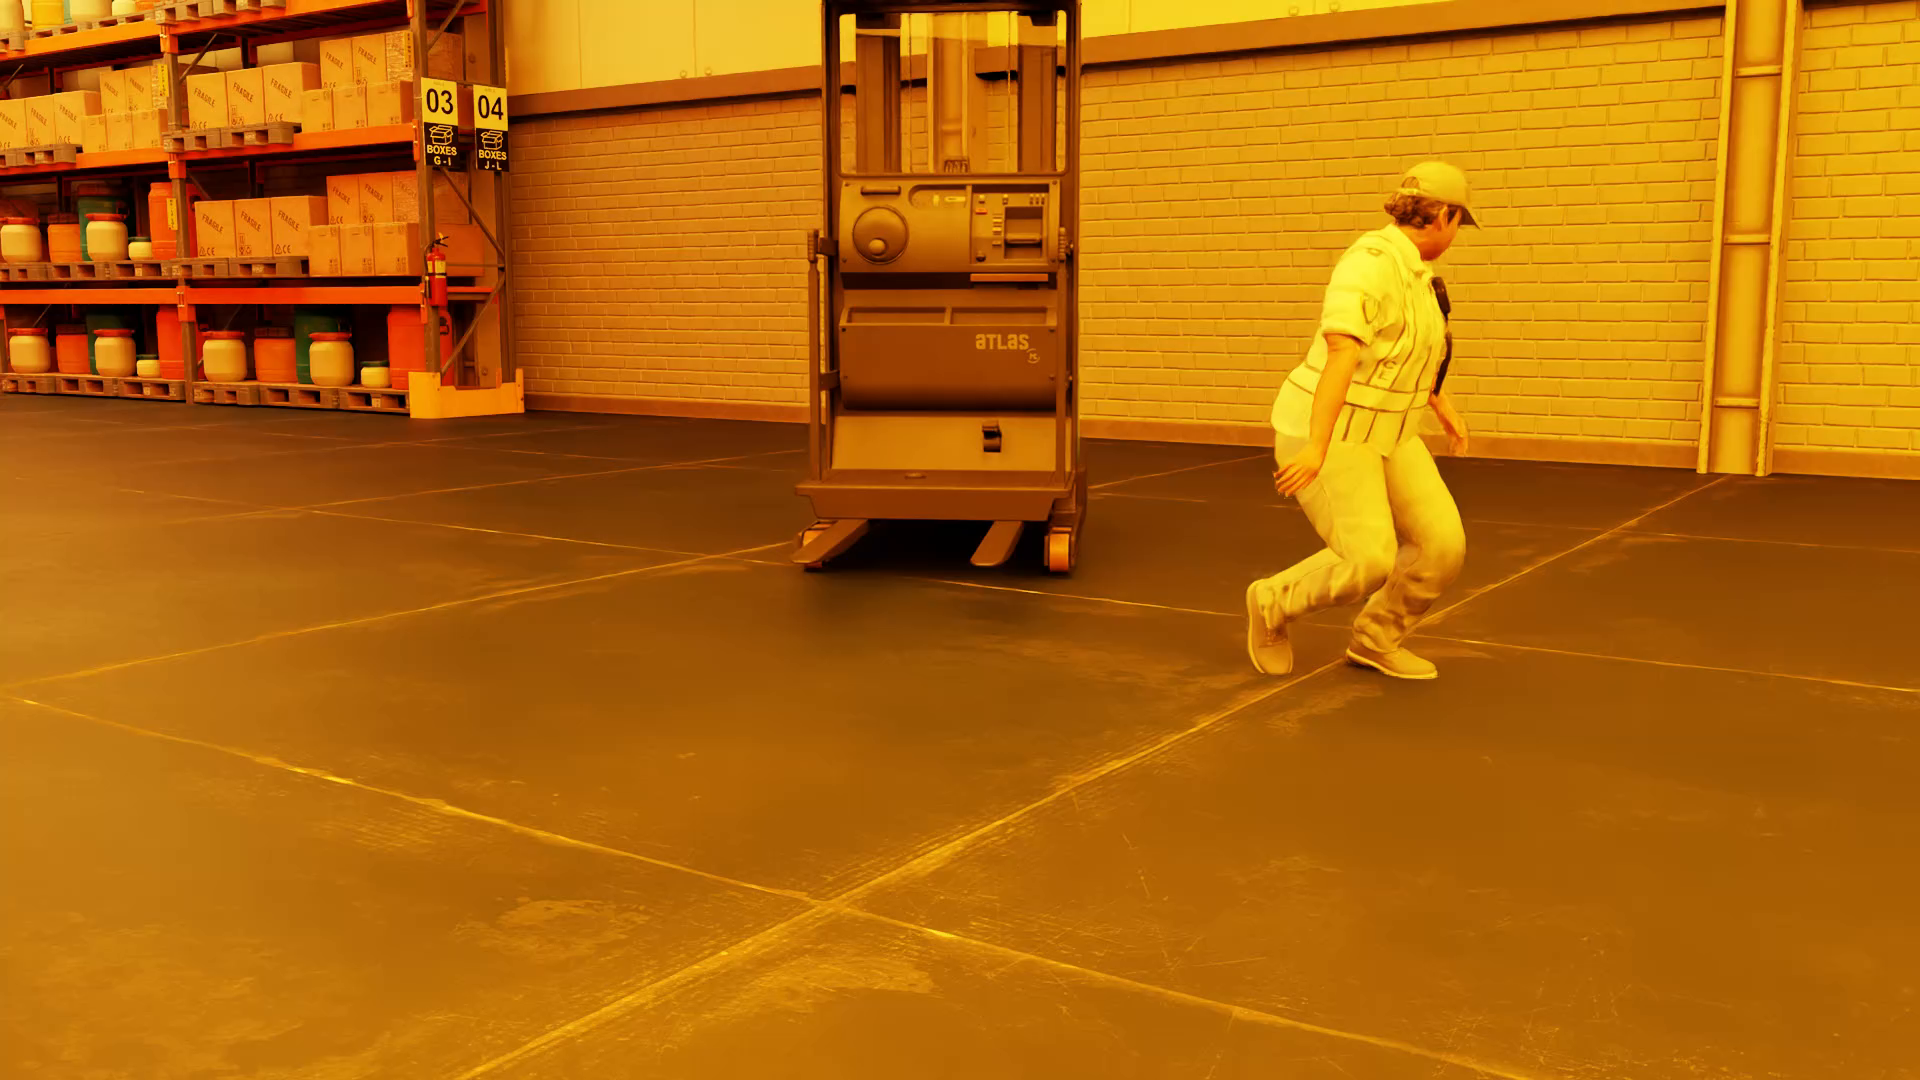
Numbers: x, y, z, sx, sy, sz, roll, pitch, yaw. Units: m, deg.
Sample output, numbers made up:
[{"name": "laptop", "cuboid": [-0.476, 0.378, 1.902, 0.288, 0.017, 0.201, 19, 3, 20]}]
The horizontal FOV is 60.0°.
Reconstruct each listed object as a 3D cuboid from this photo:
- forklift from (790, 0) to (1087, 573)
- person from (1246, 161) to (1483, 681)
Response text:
[{"name": "forklift", "cuboid": [-0.064, -1.366, 6.796, 1.130, 2.935, 3.031, 1, 8, 6]}, {"name": "person", "cuboid": [1.109, -0.307, 4.686, 0.834, 1.480, 0.565, -8, 11, -44]}]
